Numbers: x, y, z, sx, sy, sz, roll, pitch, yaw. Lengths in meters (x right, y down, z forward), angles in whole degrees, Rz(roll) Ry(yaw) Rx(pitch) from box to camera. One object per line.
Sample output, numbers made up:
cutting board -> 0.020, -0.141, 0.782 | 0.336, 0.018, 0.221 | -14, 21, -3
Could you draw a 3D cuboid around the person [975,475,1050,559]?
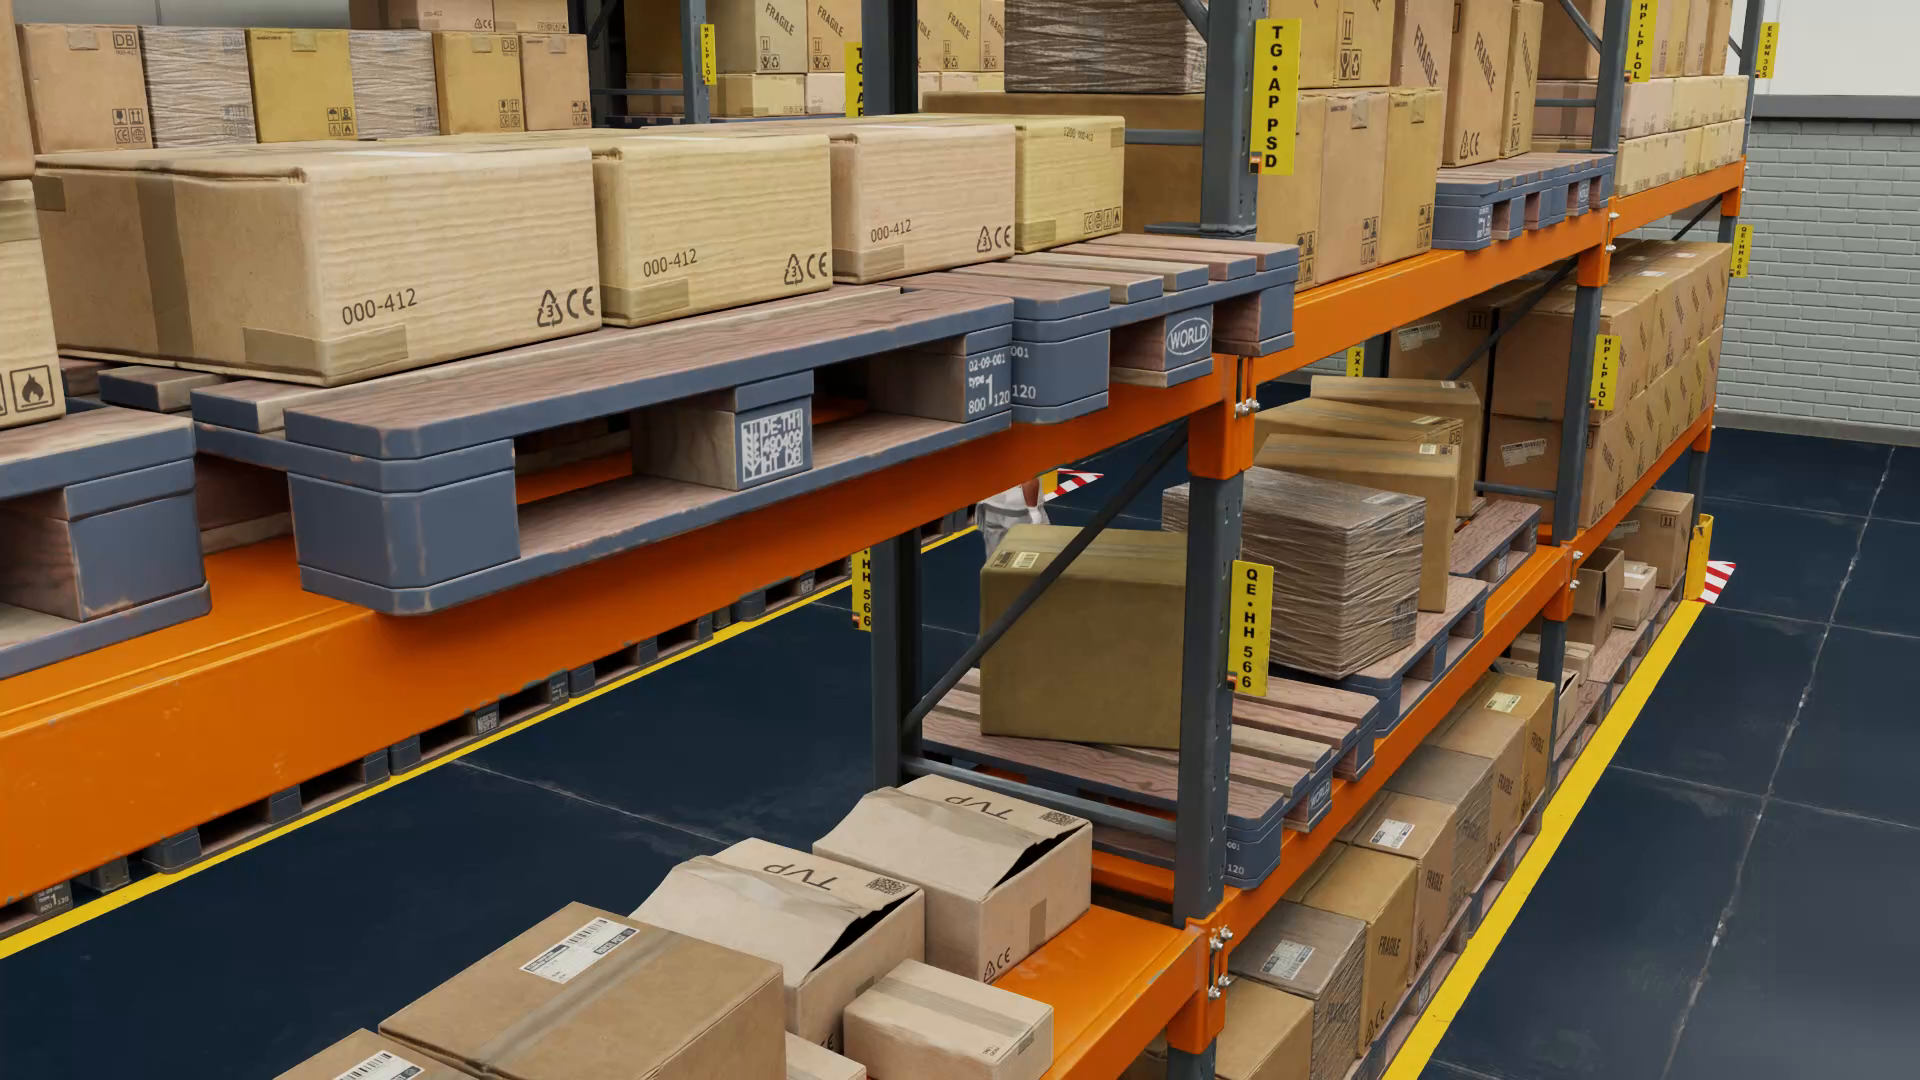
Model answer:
person -> 0.277, -0.174, 9.564 | 0.538, 1.780, 0.587 | -14, 21, -40
